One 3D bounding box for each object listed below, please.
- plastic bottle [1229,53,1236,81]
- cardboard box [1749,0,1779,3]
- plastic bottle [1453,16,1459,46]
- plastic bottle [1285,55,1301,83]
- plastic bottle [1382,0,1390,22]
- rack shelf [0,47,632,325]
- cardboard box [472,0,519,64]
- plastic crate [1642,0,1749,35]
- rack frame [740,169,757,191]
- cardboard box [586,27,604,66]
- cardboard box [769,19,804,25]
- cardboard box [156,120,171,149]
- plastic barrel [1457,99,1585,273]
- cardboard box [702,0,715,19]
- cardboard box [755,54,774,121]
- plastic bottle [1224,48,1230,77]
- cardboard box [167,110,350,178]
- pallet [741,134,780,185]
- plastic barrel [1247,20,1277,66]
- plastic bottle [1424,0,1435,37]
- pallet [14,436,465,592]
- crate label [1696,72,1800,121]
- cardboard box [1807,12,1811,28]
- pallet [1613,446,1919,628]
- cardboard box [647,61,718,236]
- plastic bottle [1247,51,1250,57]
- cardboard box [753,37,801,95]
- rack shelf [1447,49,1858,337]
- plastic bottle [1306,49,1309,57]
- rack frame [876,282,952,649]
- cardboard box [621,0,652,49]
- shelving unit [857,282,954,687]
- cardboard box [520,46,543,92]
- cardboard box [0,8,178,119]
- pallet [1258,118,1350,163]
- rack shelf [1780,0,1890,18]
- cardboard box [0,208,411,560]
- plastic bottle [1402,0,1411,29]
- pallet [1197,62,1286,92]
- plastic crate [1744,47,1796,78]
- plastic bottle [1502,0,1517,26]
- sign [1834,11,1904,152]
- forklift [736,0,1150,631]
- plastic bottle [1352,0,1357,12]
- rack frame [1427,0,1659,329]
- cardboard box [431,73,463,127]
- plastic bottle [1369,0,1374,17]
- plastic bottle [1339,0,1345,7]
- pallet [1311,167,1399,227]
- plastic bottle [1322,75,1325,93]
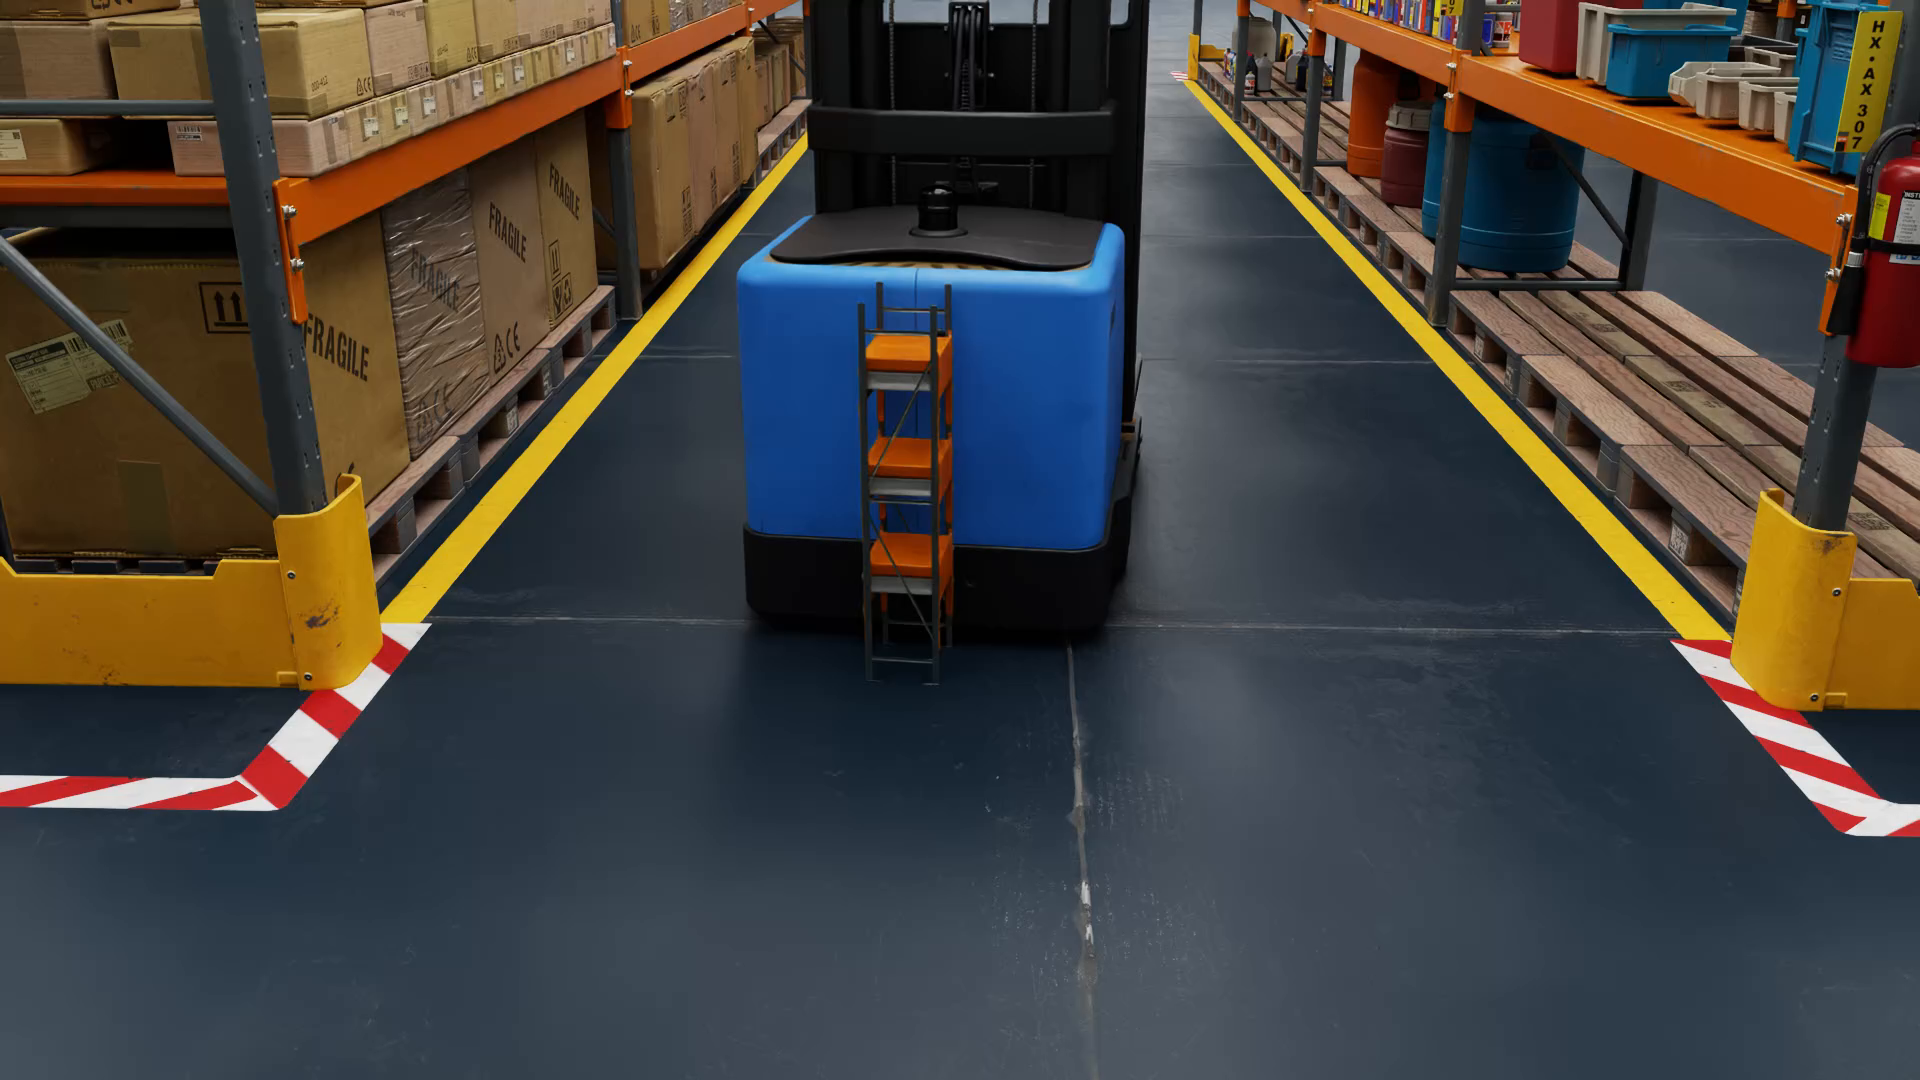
[{"bbox_3d":[2.818,-4.847,17.038,0.097,0.271,0.097,0,21,0],"label":"plastic bottle"},{"bbox_3d":[8.420,-5.448,17.607,0.500,0.500,0.500,1,21,2],"label":"cardboard box"},{"bbox_3d":[2.504,-2.556,8.245,0.097,0.201,0.097,0,21,0],"label":"plastic bottle"},{"bbox_3d":[3.391,-4.790,16.885,0.152,0.276,0.135,1,21,2],"label":"plastic bottle"},{"bbox_3d":[2.582,-3.195,9.787,0.152,0.276,0.135,1,21,2],"label":"plastic bottle"},{"bbox_3d":[-2.173,-1.456,6.130,1.077,0.370,4.000,1,21,2],"label":"rack shelf"},{"bbox_3d":[-1.910,-1.866,5.989,0.500,0.250,0.500,0,21,1],"label":"cardboard box"},{"bbox_3d":[3.166,-2.308,7.271,0.392,0.384,0.575,1,21,2],"label":"plastic crate"},{"bbox_3d":[-1.990,-3.961,11.591,1.000,3.000,0.127,1,21,2],"label":"rack frame"},{"bbox_3d":[-1.801,-2.191,7.376,0.380,0.149,0.250,1,21,3],"label":"cardboard box"},{"bbox_3d":[-1.767,-5.442,18.283,0.500,0.500,0.500,6,22,16],"label":"cardboard box"},{"bbox_3d":[-2.537,-1.269,5.000,0.380,0.149,0.250,1,21,2],"label":"cardboard box"},{"bbox_3d":[2.872,-1.874,8.534,0.600,0.901,0.708,1,21,2],"label":"plastic barrel"},{"bbox_3d":[-1.791,-3.459,10.158,0.500,0.500,0.500,0,21,0],"label":"cardboard box"},{"bbox_3d":[-1.959,-3.851,14.154,0.700,0.500,0.500,-1,21,-3],"label":"cardboard box"},{"bbox_3d":[2.812,-5.004,17.426,0.061,0.283,0.133,1,21,3],"label":"plastic bottle"},{"bbox_3d":[-1.893,-1.076,4.503,0.380,0.149,0.250,1,21,2],"label":"cardboard box"},{"bbox_3d":[-1.965,-2.944,12.824,1.003,0.211,1.213,1,21,2],"label":"pallet"},{"bbox_3d":[3.245,-5.415,18.197,0.421,0.512,0.421,0,21,0],"label":"plastic barrel"},{"bbox_3d":[2.545,-2.840,8.770,0.144,0.351,0.185,1,21,2],"label":"plastic bottle"},{"bbox_3d":[-2.287,-0.059,5.388,1.003,0.211,1.213,1,21,2],"label":"pallet"},{"bbox_3d":[2.568,-1.422,5.328,0.396,0.136,0.243,1,21,2],"label":"crate label"},{"bbox_3d":[8.360,-4.725,15.743,0.500,0.500,0.500,1,21,2],"label":"cardboard box"},{"bbox_3d":[2.781,-0.012,5.268,1.003,0.211,1.213,1,21,2],"label":"pallet"},{"bbox_3d":[-2.086,-2.275,9.602,1.225,0.875,0.875,0,21,0],"label":"cardboard box"},{"bbox_3d":[2.819,-4.629,16.365,0.144,0.351,0.185,0,21,-1],"label":"plastic bottle"},{"bbox_3d":[-1.816,-4.582,16.067,0.500,0.500,0.500,0,21,0],"label":"cardboard box"},{"bbox_3d":[2.778,-1.402,5.990,1.077,0.370,4.000,1,21,2],"label":"rack shelf"},{"bbox_3d":[3.540,-4.832,16.890,0.144,0.351,0.185,0,21,1],"label":"plastic bottle"},{"bbox_3d":[-0.122,-0.185,4.554,0.200,1.050,0.008,3,21,8],"label":"rack frame"},{"bbox_3d":[-1.848,-2.725,8.267,0.500,0.500,0.500,1,21,2],"label":"cardboard box"},{"bbox_3d":[-0.139,-0.141,4.442,0.215,1.050,0.252,3,21,8],"label":"shelving unit"},{"bbox_3d":[-1.832,-1.819,6.418,0.380,0.149,0.250,0,21,1],"label":"cardboard box"},{"bbox_3d":[-2.484,-1.316,4.569,0.500,0.250,0.500,0,21,1],"label":"cardboard box"},{"bbox_3d":[3.063,-3.326,13.810,1.003,0.211,1.213,1,21,2],"label":"pallet"},{"bbox_3d":[7.972,-4.239,13.301,1.077,0.370,4.000,1,21,2],"label":"rack shelf"},{"bbox_3d":[-2.294,-0.506,5.044,0.875,0.875,0.875,1,21,2],"label":"cardboard box"},{"bbox_3d":[2.565,-2.996,9.274,0.152,0.276,0.135,1,21,2],"label":"plastic bottle"},{"bbox_3d":[3.218,-5.178,18.581,1.003,0.211,1.213,1,21,2],"label":"pallet"},{"bbox_3d":[3.086,-1.733,6.129,0.293,0.136,0.466,1,21,2],"label":"plastic crate"},{"bbox_3d":[3.162,-3.096,9.539,0.097,0.271,0.097,0,21,0],"label":"plastic bottle"},{"bbox_3d":[2.167,-1.090,3.967,0.100,0.325,0.005,1,21,2],"label":"sign"},{"bbox_3d":[0.095,-1.607,5.619,1.130,2.935,3.031,3,21,8],"label":"forklift"},{"bbox_3d":[2.610,-3.529,10.648,0.152,0.276,0.135,1,21,2],"label":"plastic bottle"},{"bbox_3d":[2.839,-2.460,7.723,1.000,3.000,0.127,1,21,2],"label":"rack frame"},{"bbox_3d":[-1.864,-1.448,5.461,0.380,0.149,0.250,0,21,1],"label":"cardboard box"},{"bbox_3d":[2.568,-3.353,10.202,0.097,0.271,0.097,0,21,0],"label":"plastic bottle"},{"bbox_3d":[2.624,-3.696,11.079,0.152,0.276,0.135,1,21,2],"label":"plastic bottle"},{"bbox_3d":[2.978,-2.321,11.219,1.003,0.211,1.213,1,21,2],"label":"pallet"},{"bbox_3d":[3.533,-4.401,15.984,0.097,0.201,0.097,0,21,0],"label":"plastic bottle"}]
